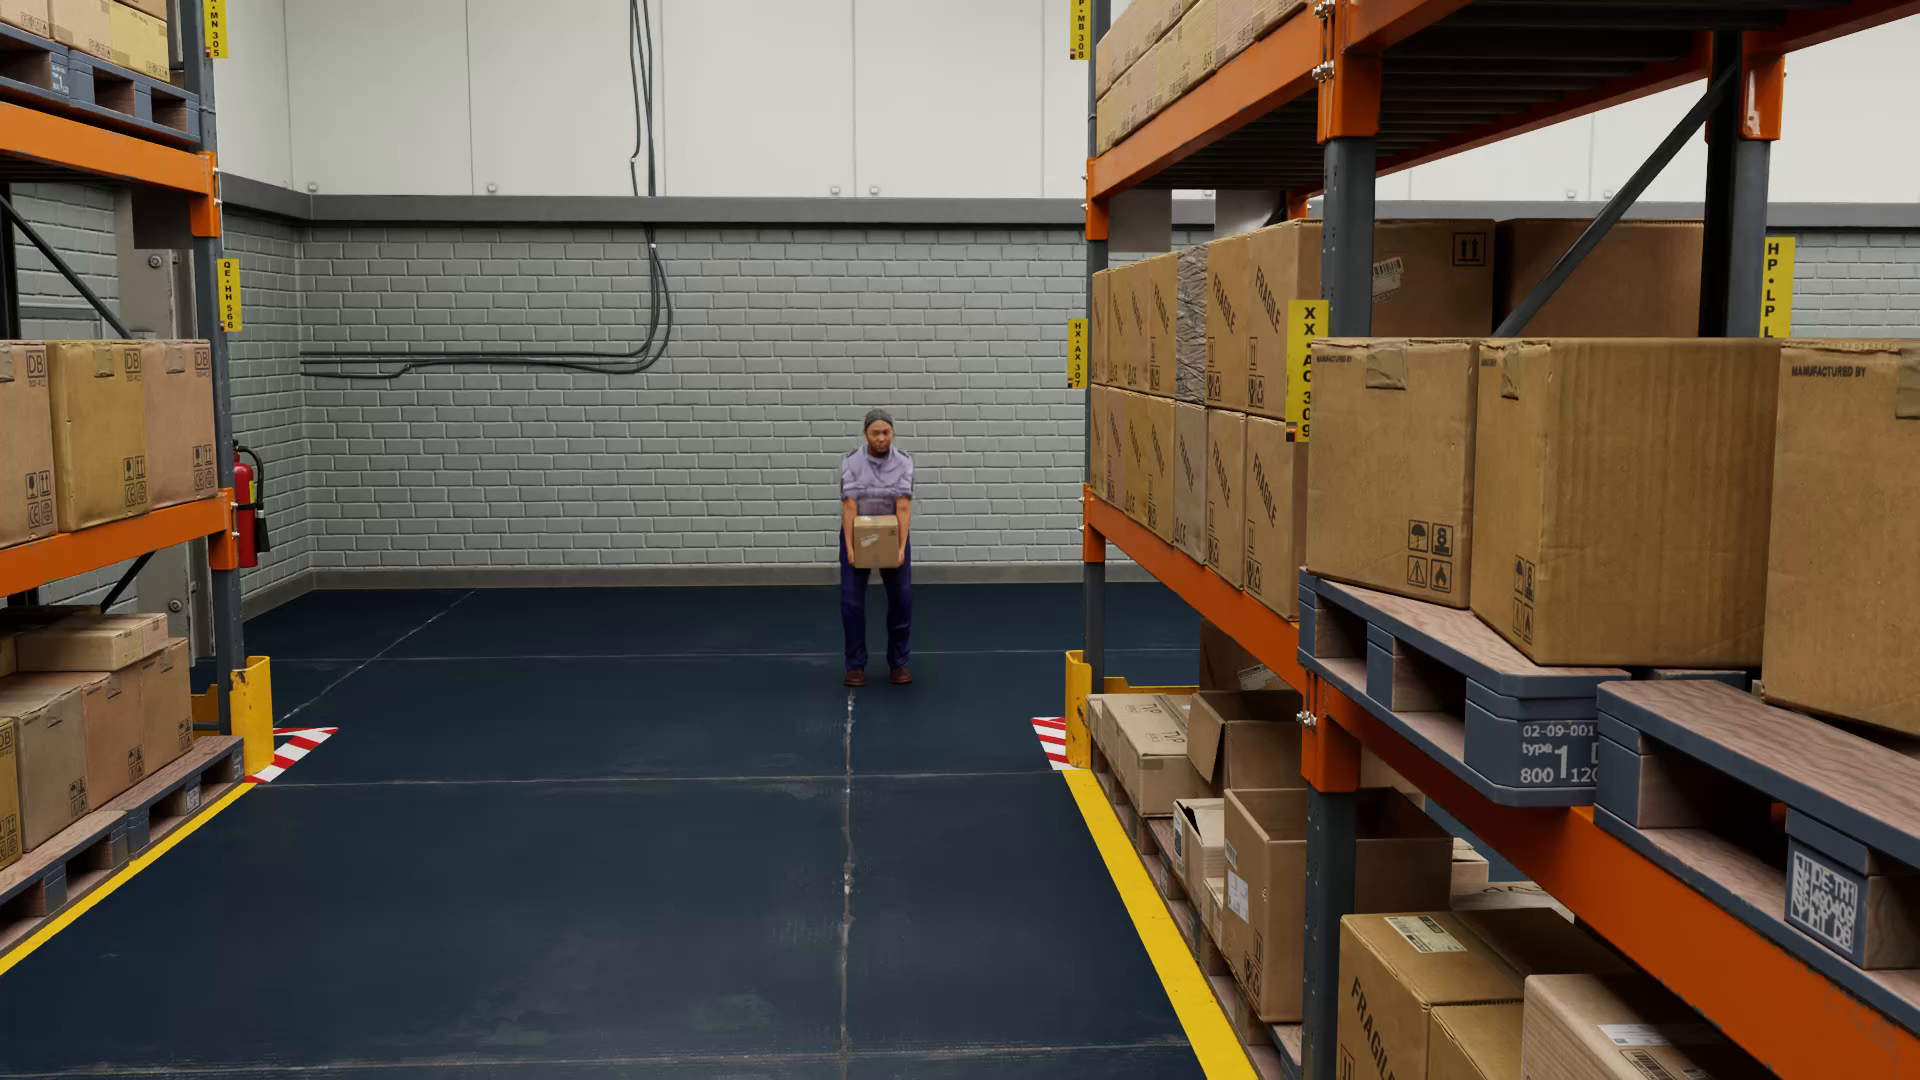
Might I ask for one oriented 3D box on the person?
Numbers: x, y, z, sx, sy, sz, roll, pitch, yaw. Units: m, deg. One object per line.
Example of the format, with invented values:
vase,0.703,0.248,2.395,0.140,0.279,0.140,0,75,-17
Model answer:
person,-0.484,0.049,9.667,0.434,1.596,0.567,-1,7,-5
